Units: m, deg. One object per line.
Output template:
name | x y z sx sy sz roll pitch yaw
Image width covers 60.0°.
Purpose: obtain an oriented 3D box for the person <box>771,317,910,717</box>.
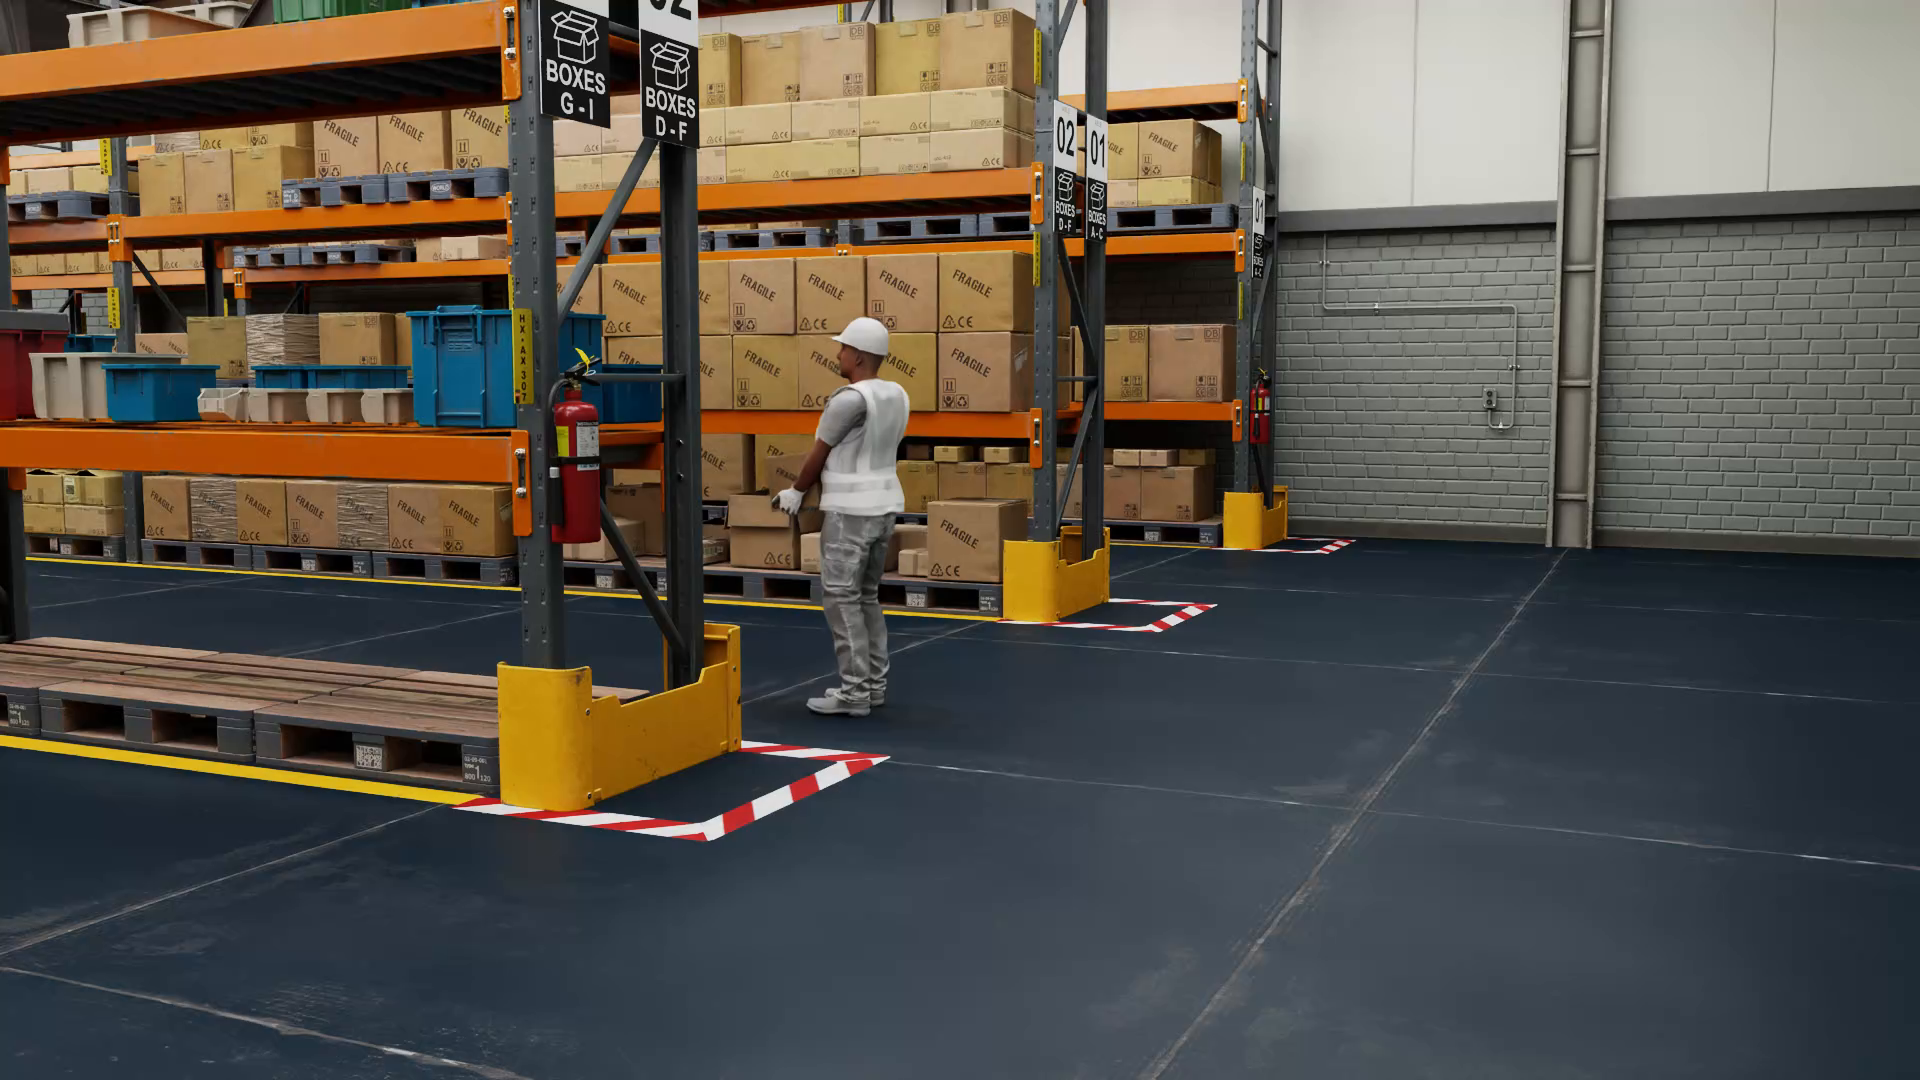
person | -0.550 -0.112 7.556 0.569 1.779 0.488 3 6 24
